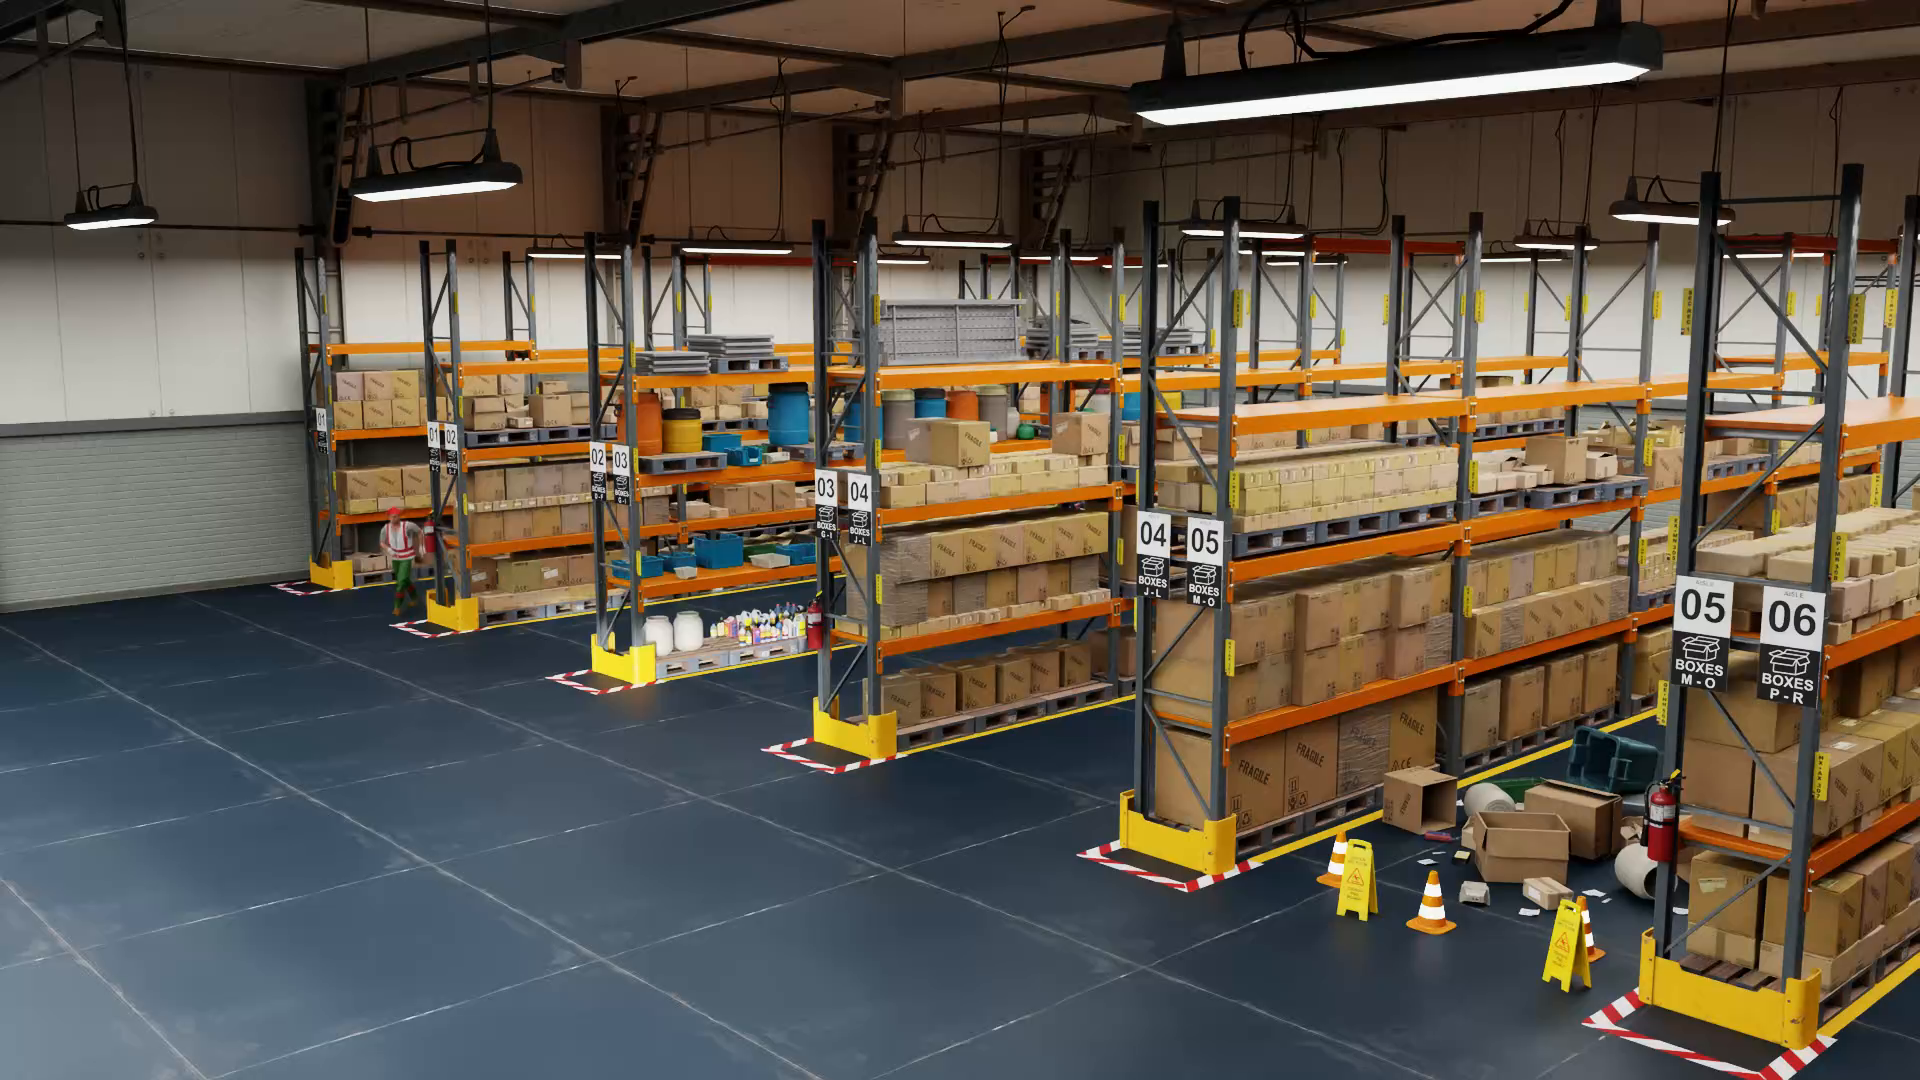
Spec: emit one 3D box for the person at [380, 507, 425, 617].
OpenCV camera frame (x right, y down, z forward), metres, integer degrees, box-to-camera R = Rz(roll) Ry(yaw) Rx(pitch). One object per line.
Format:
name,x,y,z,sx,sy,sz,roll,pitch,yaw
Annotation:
person,-9.081,0.317,27.219,0.653,1.788,0.803,2,9,13

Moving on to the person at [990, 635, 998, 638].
person,0.349,0.748,25.020,0.683,1.541,0.821,3,9,18
